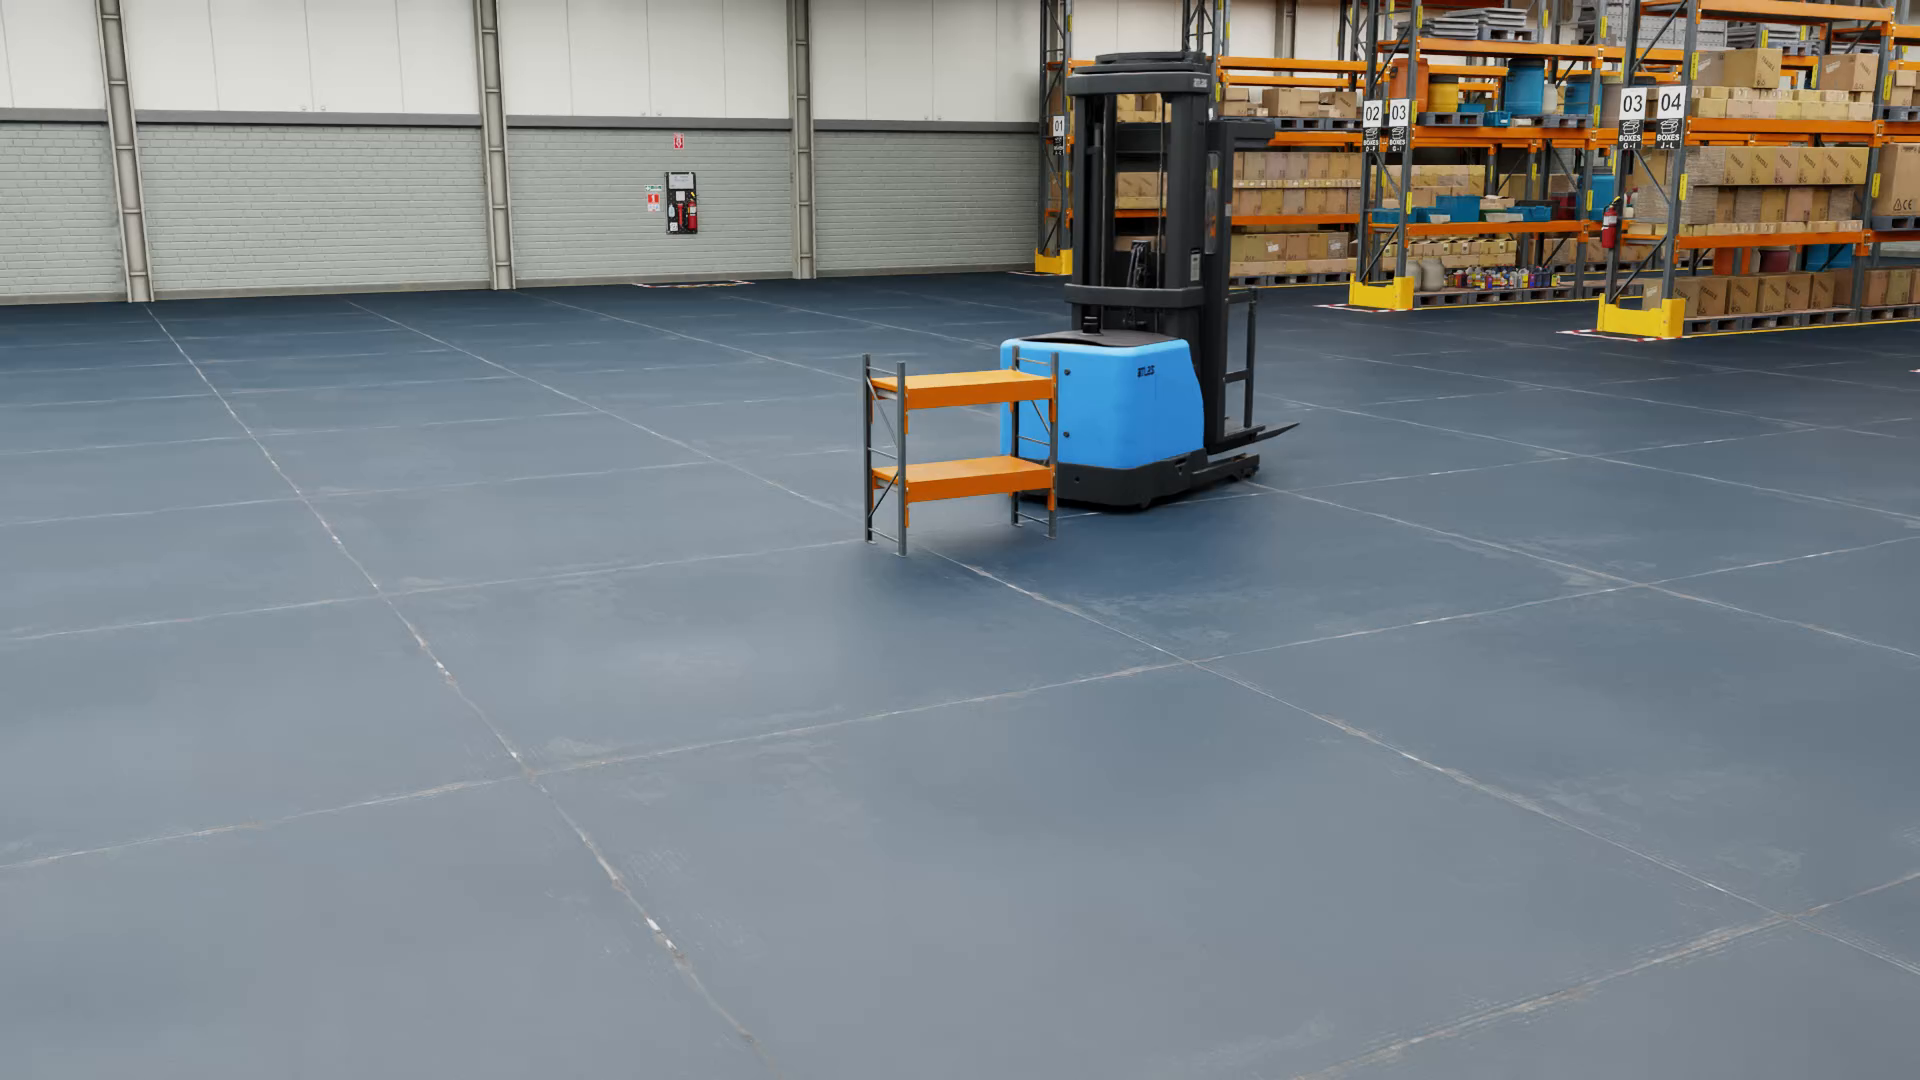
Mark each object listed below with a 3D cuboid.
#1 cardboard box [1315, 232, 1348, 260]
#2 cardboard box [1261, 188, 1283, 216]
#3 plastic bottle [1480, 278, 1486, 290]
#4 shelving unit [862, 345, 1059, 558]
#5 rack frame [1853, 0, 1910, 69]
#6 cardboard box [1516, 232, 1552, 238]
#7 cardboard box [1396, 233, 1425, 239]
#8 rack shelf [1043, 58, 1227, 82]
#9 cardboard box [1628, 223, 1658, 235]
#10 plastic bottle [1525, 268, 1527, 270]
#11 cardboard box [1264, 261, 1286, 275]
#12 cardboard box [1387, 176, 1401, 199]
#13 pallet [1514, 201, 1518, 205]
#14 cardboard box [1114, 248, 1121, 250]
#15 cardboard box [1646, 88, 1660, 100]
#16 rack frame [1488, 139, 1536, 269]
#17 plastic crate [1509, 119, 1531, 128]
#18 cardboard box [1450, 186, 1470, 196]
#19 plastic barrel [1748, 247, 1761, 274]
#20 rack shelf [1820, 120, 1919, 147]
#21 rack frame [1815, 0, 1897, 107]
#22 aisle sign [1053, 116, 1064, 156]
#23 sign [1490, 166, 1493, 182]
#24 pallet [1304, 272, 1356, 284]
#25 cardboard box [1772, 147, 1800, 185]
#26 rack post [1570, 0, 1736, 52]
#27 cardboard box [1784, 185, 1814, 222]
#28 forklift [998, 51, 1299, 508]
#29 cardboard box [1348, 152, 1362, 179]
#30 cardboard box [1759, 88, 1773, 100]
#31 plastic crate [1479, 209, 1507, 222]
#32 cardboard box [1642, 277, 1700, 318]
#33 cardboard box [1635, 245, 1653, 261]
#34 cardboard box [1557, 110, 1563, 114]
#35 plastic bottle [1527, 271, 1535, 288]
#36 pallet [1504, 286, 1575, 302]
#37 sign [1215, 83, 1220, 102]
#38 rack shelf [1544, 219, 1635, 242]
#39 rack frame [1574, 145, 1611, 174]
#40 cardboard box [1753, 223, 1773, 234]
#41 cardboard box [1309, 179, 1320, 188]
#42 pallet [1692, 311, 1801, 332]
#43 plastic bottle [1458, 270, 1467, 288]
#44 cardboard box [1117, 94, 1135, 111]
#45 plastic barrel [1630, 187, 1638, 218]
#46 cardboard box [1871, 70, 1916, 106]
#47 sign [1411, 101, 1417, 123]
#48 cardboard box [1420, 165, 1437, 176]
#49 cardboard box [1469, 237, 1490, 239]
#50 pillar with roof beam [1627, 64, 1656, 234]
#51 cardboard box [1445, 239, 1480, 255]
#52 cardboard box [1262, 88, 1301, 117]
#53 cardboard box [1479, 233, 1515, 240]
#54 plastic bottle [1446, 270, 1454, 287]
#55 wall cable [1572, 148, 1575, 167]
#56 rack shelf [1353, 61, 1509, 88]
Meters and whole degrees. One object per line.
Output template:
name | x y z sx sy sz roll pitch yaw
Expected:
cardboard box | 7.086 -5.654 31.911 0.500 0.500 0.500 -7 14 -28
cardboard box | 5.635 -6.348 31.168 0.500 0.500 0.700 -7 14 -27
plastic bottle | 8.524 -4.181 27.140 0.097 0.201 0.097 0 13 0
shelving unit | 0.006 -0.549 9.902 1.048 1.125 0.538 -7 14 -28
rack frame | 17.225 -9.379 31.203 0.127 3.000 1.000 -7 14 -28
cardboard box | 12.100 -6.498 35.047 0.500 0.250 0.500 -6 14 -26
cardboard box | 10.448 -7.240 39.300 0.750 0.750 0.750 -7 14 -28
rack shelf | 3.701 -9.884 35.091 4.000 0.370 1.077 -7 14 -28
cardboard box | 9.217 -4.183 22.348 0.250 0.149 0.380 -7 14 -28
plastic bottle | 9.714 -4.545 28.599 0.097 0.271 0.097 0 13 0
cardboard box | 5.776 -5.128 31.281 0.500 0.250 0.500 -7 14 -28
cardboard box | 9.980 -8.200 38.674 0.500 0.500 0.500 -6 14 -26
pallet | 11.905 -6.978 34.633 1.003 0.211 1.213 -7 14 -28
cardboard box | 3.096 -6.118 35.495 0.500 0.311 0.500 -6 14 -23
cardboard box | 9.160 -5.910 22.051 0.250 0.149 0.380 -7 14 -28
rack frame | 11.344 -6.987 34.235 0.127 3.000 1.000 -7 14 -28
plastic crate | 8.988 -6.699 26.725 0.396 0.136 0.243 -7 14 -28
cardboard box | 9.879 -6.856 33.426 0.500 0.500 0.500 -8 15 -31
plastic barrel | 14.588 -5.154 30.802 0.421 0.512 0.421 0 13 0
rack shelf | 14.332 -5.979 24.565 4.000 0.370 1.077 -7 14 -28
rack frame | 12.576 -7.583 23.222 0.127 3.000 1.000 -7 14 -28
aisle sign | 2.026 -8.302 34.159 0.004 0.787 0.394 -7 14 -28
sign | 11.076 -7.616 34.577 0.005 0.325 0.100 -7 14 -28
pallet | 7.115 -5.130 32.335 1.213 0.211 1.003 -7 14 -28
cardboard box | 10.995 -5.081 22.582 0.500 0.500 0.500 -7 14 -28
rack post | 11.891 -8.859 28.435 3.121 1.000 1.013 -7 14 -28
cardboard box | 11.306 -4.697 23.156 0.500 0.500 0.875 -7 14 -28
forklift | 1.519 -1.906 11.815 1.130 2.935 3.031 9 15 35
cardboard box | 7.447 -7.200 31.999 0.500 0.500 0.700 -7 14 -28
cardboard box | 10.576 -5.935 22.163 0.250 0.149 0.380 -8 15 -30
plastic crate | 8.877 -5.419 27.752 0.662 0.188 0.450 -7 14 -28
cardboard box | 9.622 -3.283 22.516 0.500 0.500 0.500 -4 13 -17
cardboard box | 14.559 -6.295 35.855 0.500 0.500 0.500 -7 14 -28
cardboard box | 12.159 -8.605 34.366 0.500 0.500 0.910 -7 14 -28
plastic bottle | 9.485 -4.332 27.622 0.133 0.283 0.061 -6 14 -24
pallet | 9.594 -4.188 28.150 1.213 0.211 1.003 -7 14 -28
sign | 4.583 -7.966 29.583 0.005 0.325 0.100 -7 14 -28
rack shelf | 11.959 -5.470 29.136 4.000 0.370 1.077 -7 14 -28
rack frame | 15.989 -8.783 42.215 0.127 3.000 1.000 -7 14 -28
cardboard box | 10.793 -4.236 22.585 0.250 0.149 0.380 -7 14 -28
cardboard box | 6.582 -6.728 31.380 0.250 0.149 0.380 -6 14 -26
pallet | 10.932 -3.089 23.268 1.213 0.211 1.003 -7 14 -28
plastic bottle | 8.380 -4.358 27.739 0.133 0.283 0.061 -7 14 -28
cardboard box | 3.309 -9.202 34.696 0.500 0.500 0.500 -6 14 -26
plastic barrel | 11.792 -5.813 28.709 0.433 0.535 0.433 0 13 0
cardboard box | 13.036 -6.405 23.629 0.637 0.503 0.797 -8 15 -31
sign | 6.952 -6.551 25.448 0.005 0.325 0.100 -7 14 -28
cardboard box | 10.843 -8.673 39.071 0.500 0.250 0.500 -7 15 -29
cardboard box | 10.744 -6.125 34.436 0.500 0.311 0.500 -6 14 -26
pillar with roof beam | 20.007 -11.330 39.872 0.548 9.000 9.100 -7 14 -28
cardboard box | 10.105 -5.913 33.491 0.500 0.311 0.500 -7 14 -28
cardboard box | 5.911 -8.052 30.636 0.500 0.500 0.500 -7 14 -28
cardboard box | 13.184 -7.406 40.835 0.500 0.500 0.700 -7 14 -27
plastic bottle | 8.188 -4.373 27.806 0.133 0.283 0.061 -6 14 -26
wall cable | 16.660 -9.595 43.512 1.851 1.984 0.084 -7 14 -28
rack shelf | 9.589 -9.157 32.764 4.000 0.370 1.077 -7 14 -28
